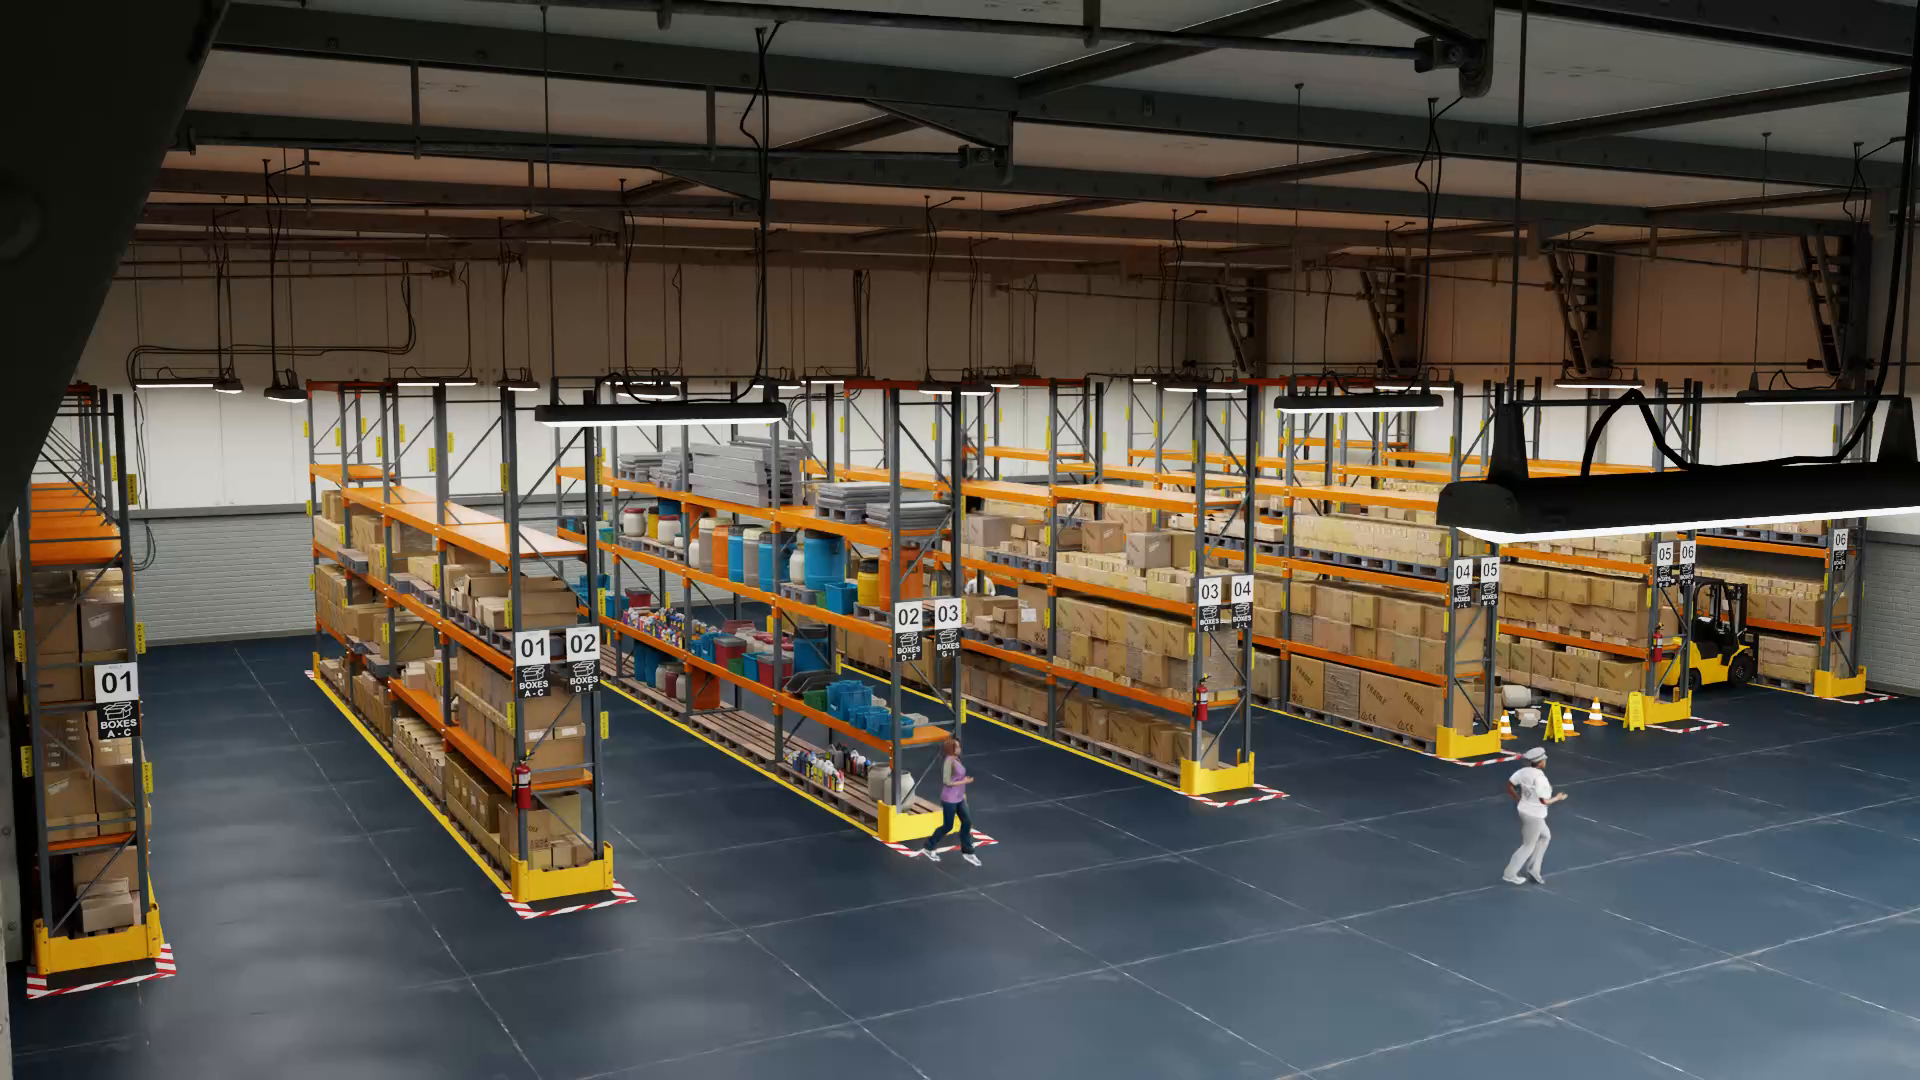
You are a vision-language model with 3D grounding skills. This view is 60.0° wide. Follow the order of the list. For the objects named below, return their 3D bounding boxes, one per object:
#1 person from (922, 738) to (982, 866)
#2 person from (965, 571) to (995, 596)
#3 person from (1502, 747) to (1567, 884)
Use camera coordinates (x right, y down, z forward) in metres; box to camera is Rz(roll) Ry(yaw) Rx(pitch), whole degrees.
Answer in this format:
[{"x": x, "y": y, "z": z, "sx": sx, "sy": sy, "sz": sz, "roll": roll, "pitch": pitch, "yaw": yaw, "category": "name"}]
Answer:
[{"x": -0.110, "y": 3.310, "z": 20.934, "sx": 0.753, "sy": 1.607, "sz": 0.534, "roll": 2, "pitch": 6, "yaw": 17, "category": "person"}, {"x": 0.472, "y": 1.530, "z": 37.412, "sx": 0.706, "sy": 1.695, "sz": 0.760, "roll": -2, "pitch": 6, "yaw": -18, "category": "person"}, {"x": 6.950, "y": 3.362, "z": 20.149, "sx": 0.765, "sy": 1.733, "sz": 0.523, "roll": 0, "pitch": 6, "yaw": -4, "category": "person"}]
